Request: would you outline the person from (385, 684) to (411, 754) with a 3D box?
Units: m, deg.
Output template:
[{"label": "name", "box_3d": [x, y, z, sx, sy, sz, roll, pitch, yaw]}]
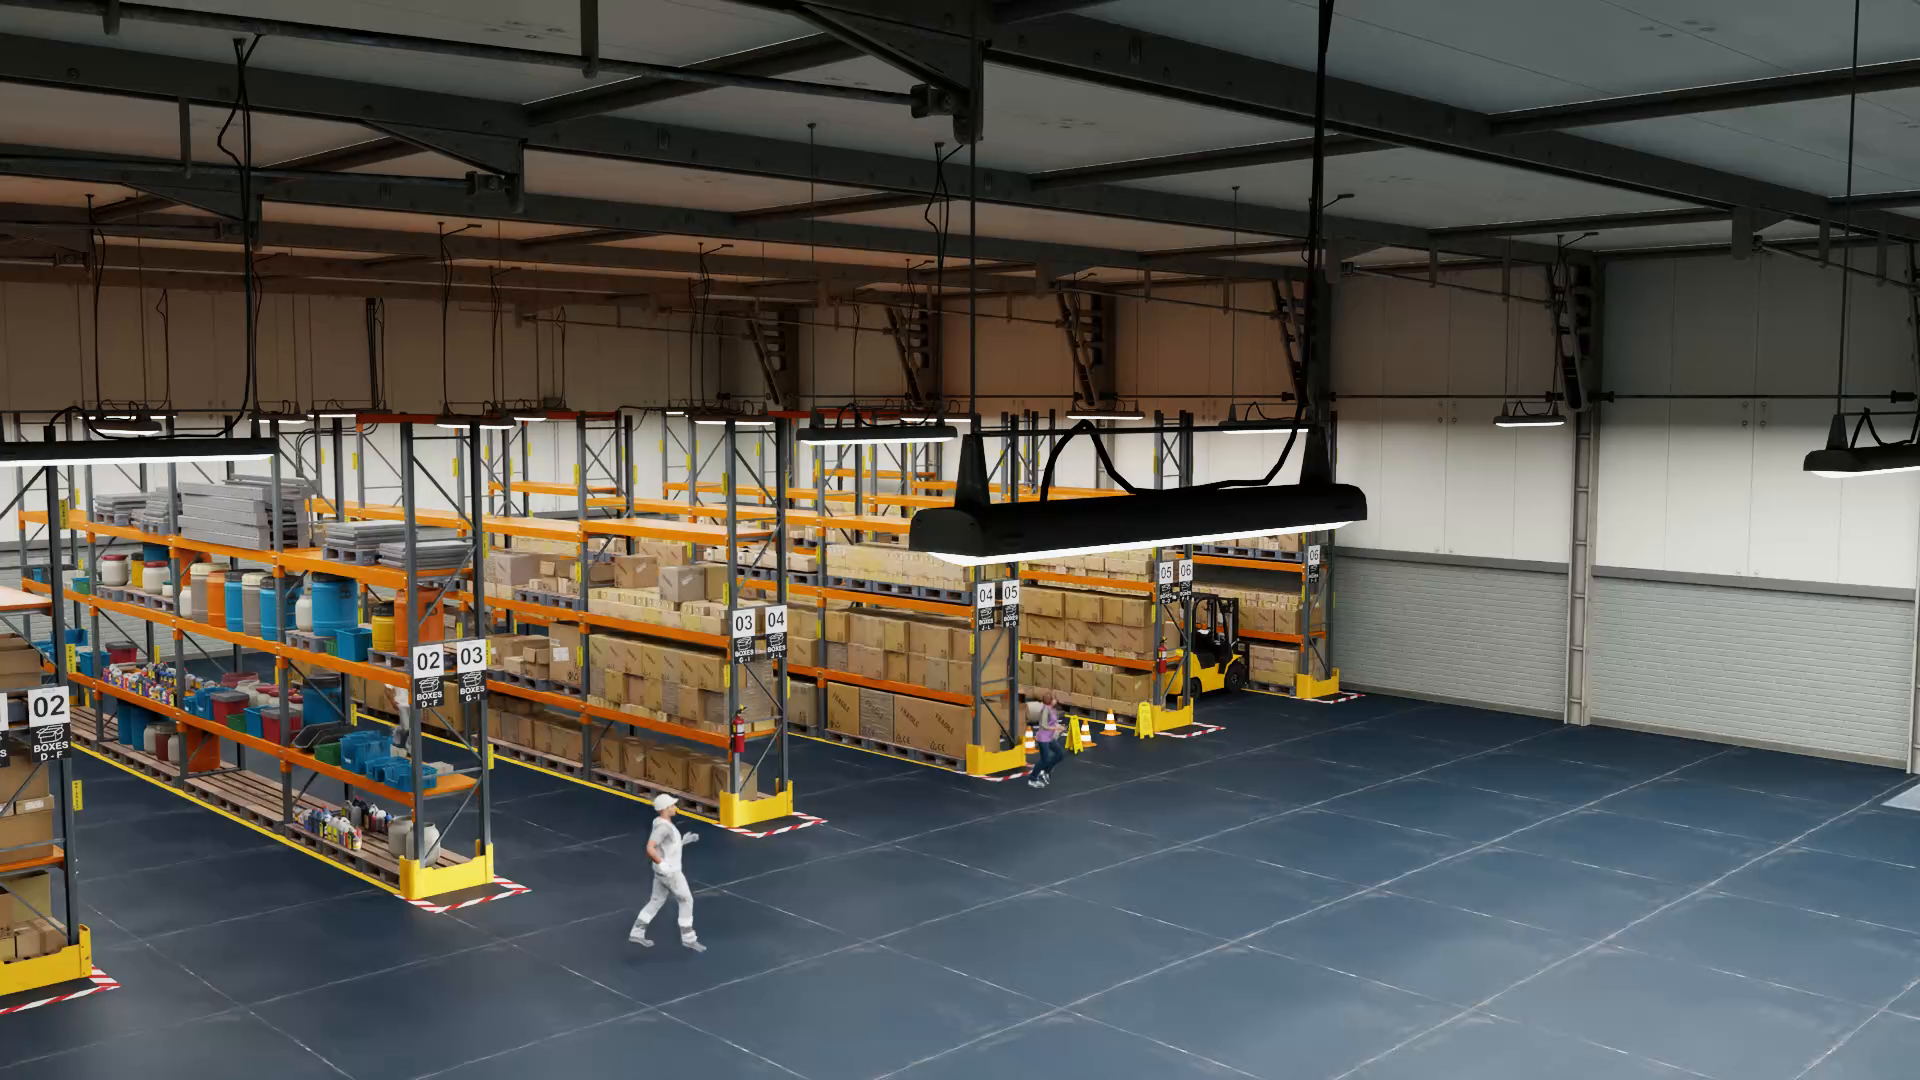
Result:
[{"label": "person", "box_3d": [-9.799, 2.923, 29.439, 0.703, 1.724, 0.610, -5, 7, -44]}]

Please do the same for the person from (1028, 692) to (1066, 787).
[{"label": "person", "box_3d": [1.421, 3.234, 26.842, 0.671, 1.533, 0.560, 2, 5, 17]}]

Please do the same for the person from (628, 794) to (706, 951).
[{"label": "person", "box_3d": [-3.329, 3.784, 18.847, 0.859, 1.833, 0.651, -2, 5, -23]}]
